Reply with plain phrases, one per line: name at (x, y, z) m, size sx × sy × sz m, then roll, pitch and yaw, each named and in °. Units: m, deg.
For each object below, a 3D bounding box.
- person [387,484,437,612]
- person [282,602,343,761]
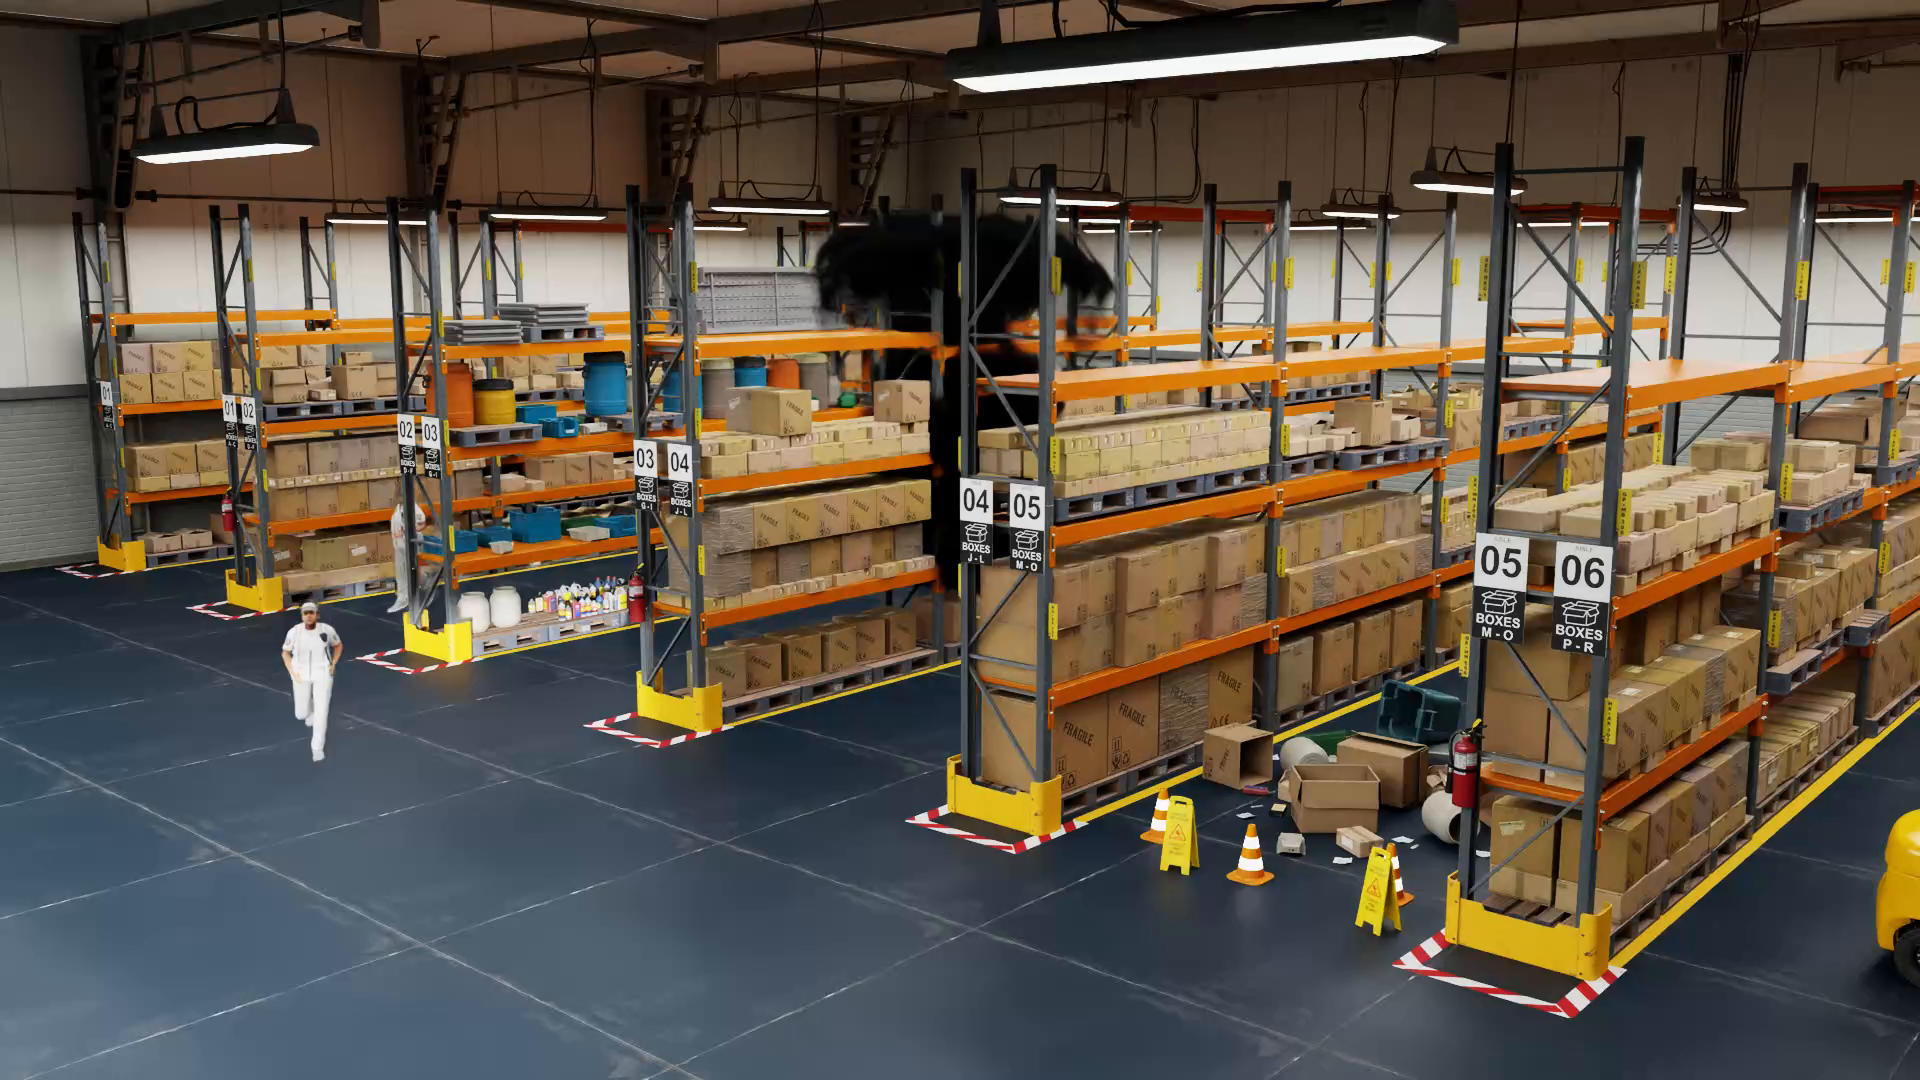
person at (-7.833, 0.100, 23.647) m, size 0.648 × 1.821 × 0.779 m, roll 7°, pitch 12°, yaw 34°
person at (-6.887, 1.466, 17.719) m, size 0.595 × 1.646 × 0.890 m, roll -2°, pitch 10°, yaw -13°
